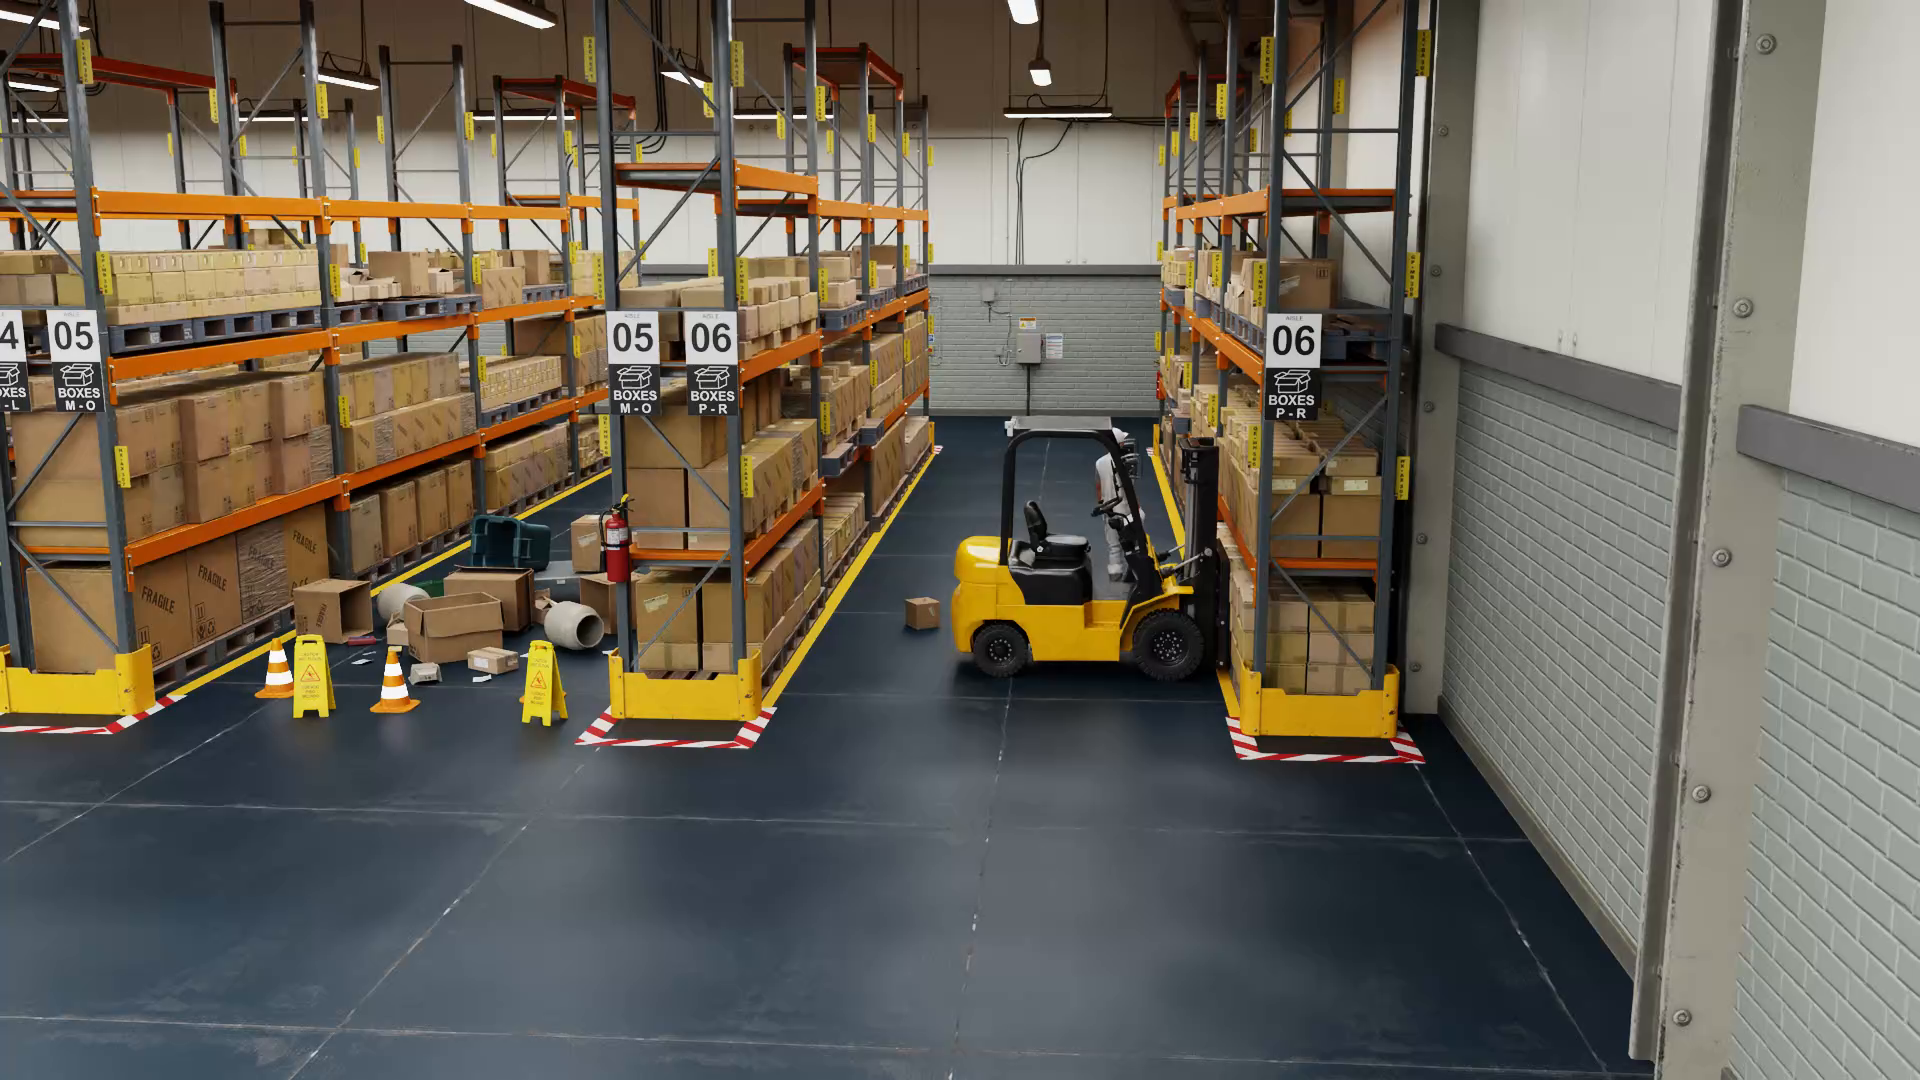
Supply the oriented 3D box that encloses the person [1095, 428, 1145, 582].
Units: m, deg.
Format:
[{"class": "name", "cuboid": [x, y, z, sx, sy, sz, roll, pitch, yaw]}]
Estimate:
[{"class": "person", "cuboid": [1.731, -0.279, 17.295, 0.566, 1.787, 0.637, -7, 12, -32]}]
